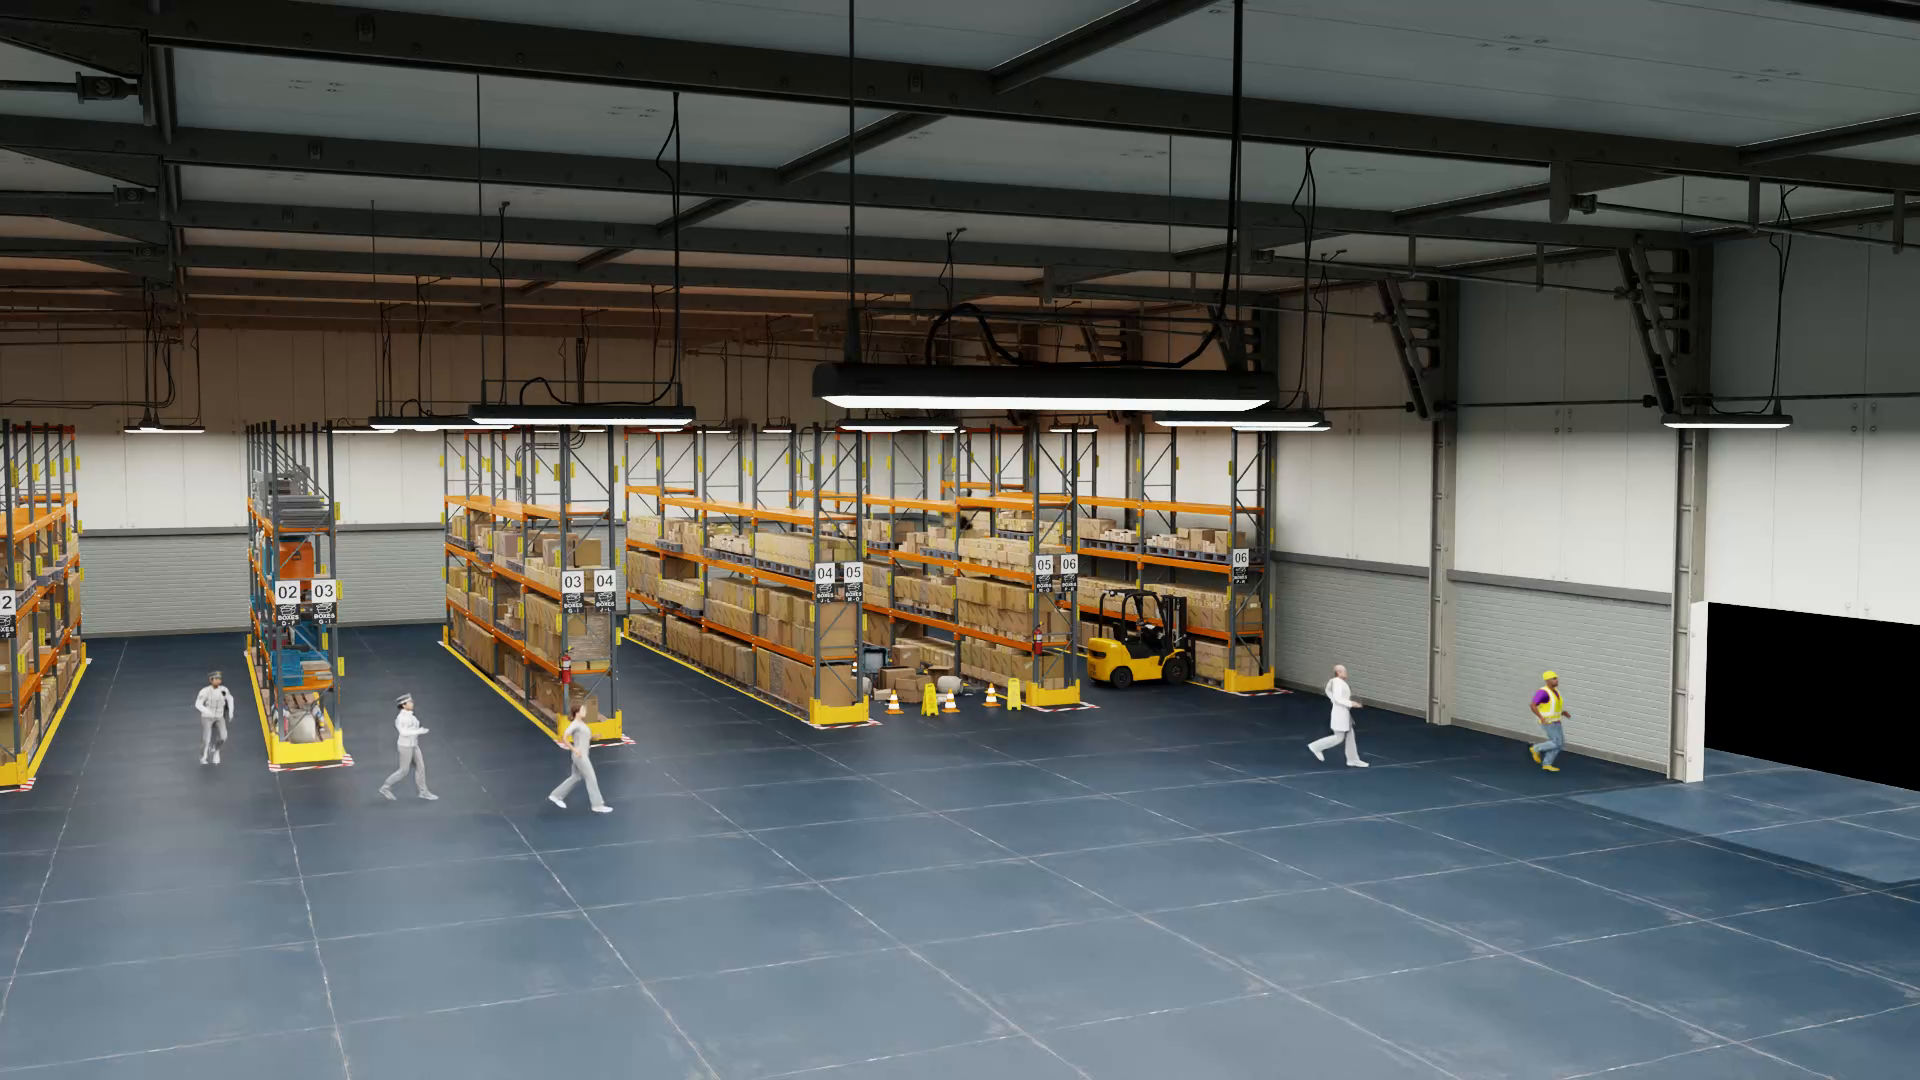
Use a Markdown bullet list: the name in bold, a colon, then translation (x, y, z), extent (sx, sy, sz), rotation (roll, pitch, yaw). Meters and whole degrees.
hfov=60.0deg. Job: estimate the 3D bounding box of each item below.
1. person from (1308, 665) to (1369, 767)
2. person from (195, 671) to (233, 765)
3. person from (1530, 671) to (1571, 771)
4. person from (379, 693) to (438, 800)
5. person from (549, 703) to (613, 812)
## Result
- **person**: translation (6.548, 3.033, 28.723), extent (1.023, 1.762, 0.714), rotation (1, 4, 14)
- **person**: translation (-12.913, 3.086, 28.862), extent (0.674, 1.645, 0.590), rotation (-3, 5, -40)
- **person**: translation (10.085, 3.090, 28.398), extent (0.703, 1.717, 0.584), rotation (-3, 5, -42)
- **person**: translation (-8.600, 3.224, 25.903), extent (0.878, 1.689, 0.616), rotation (0, 4, -4)
- **person**: translation (-5.752, 3.286, 25.152), extent (0.968, 1.657, 0.561), rotation (0, 4, -6)
